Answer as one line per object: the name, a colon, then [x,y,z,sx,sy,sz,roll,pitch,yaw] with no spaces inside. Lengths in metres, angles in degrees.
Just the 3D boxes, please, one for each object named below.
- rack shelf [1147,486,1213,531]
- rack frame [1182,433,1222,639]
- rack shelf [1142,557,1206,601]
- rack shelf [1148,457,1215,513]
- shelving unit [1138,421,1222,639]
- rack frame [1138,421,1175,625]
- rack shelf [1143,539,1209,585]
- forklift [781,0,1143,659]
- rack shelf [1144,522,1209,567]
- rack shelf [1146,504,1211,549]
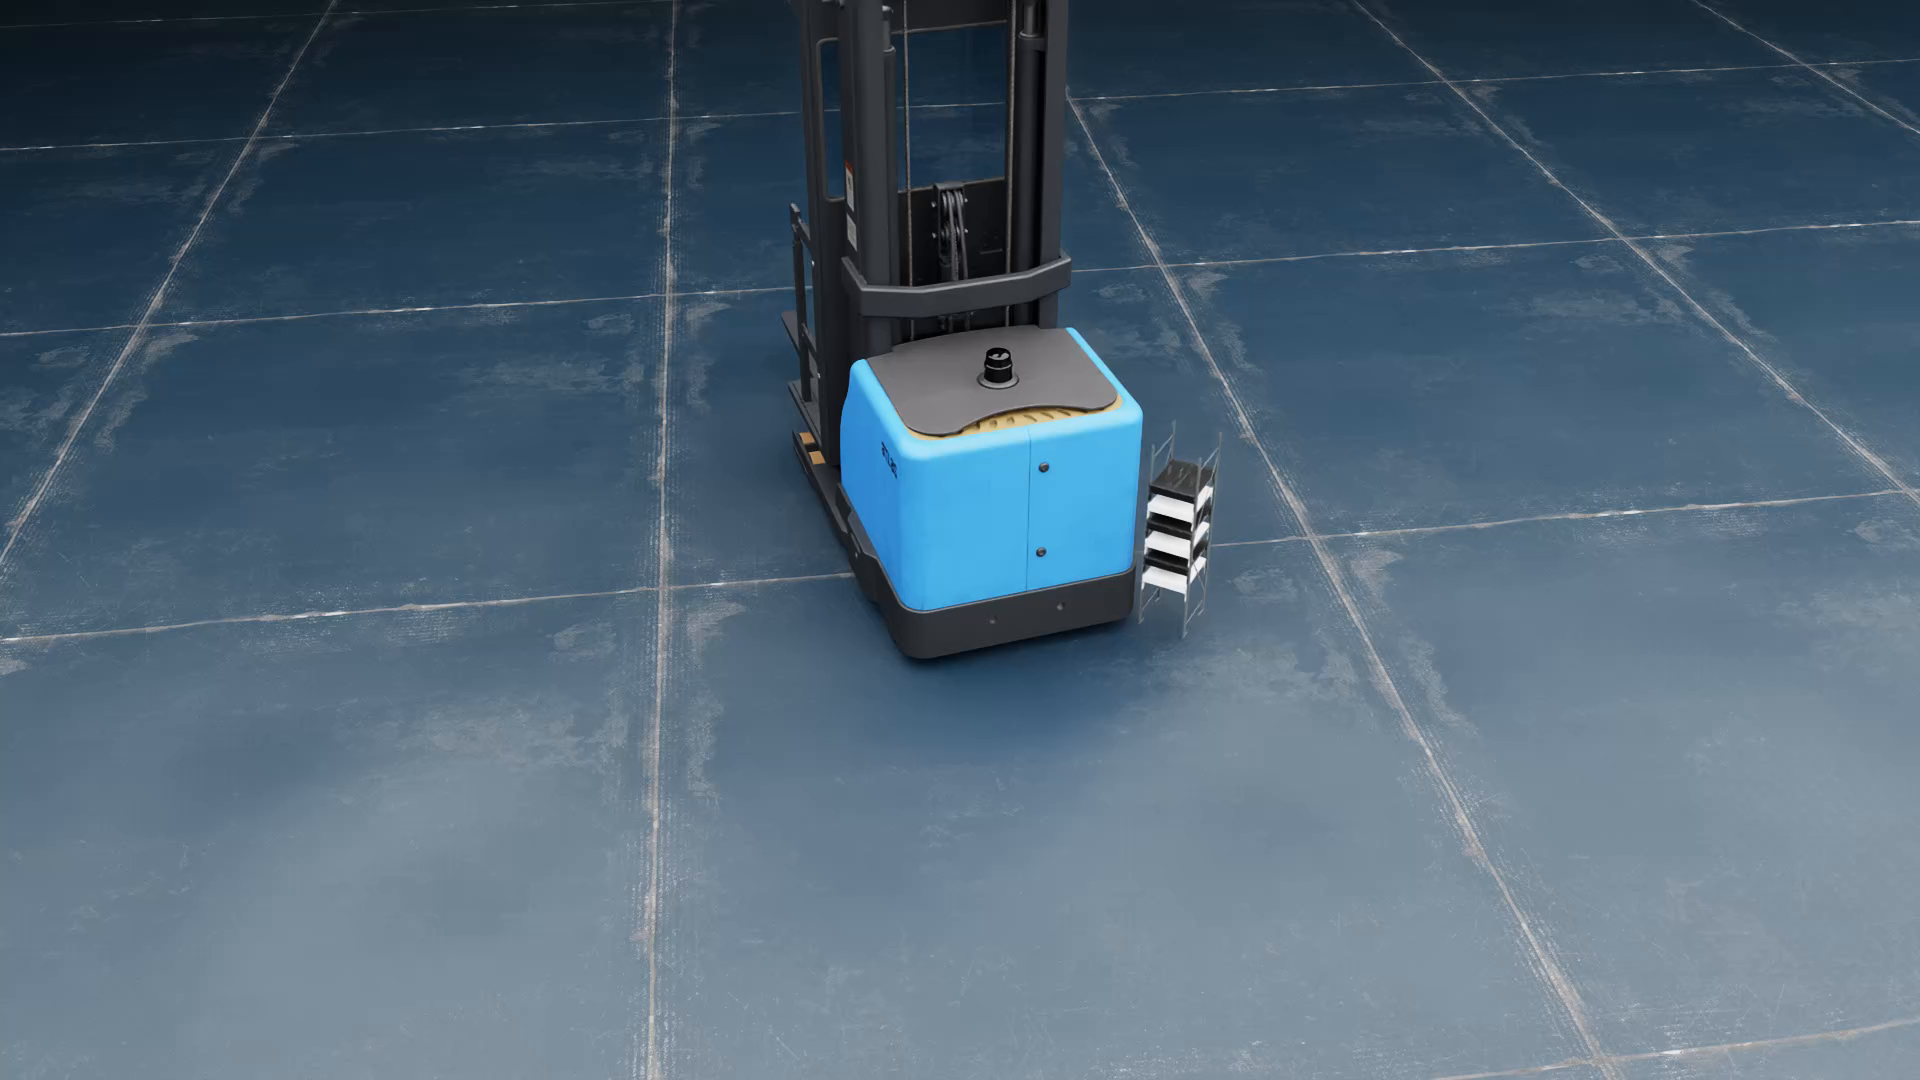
rack shelf: [0.920,-0.155,6.919,0.200,0.077,0.258,17,38,23]
rack frame: [1.010,-0.007,6.961,0.006,0.900,0.240,17,38,23]
rack shelf: [0.920,0.142,7.121,0.200,0.077,0.258,17,38,23]
rack shelf: [0.920,-0.230,6.868,0.200,0.077,0.258,17,38,23]
shelving unit: [0.920,-0.034,7.001,0.210,0.900,0.258,17,38,23]
rack frame: [0.831,-0.061,7.041,0.006,0.900,0.240,17,38,23]
rack shelf: [0.920,0.068,7.071,0.200,0.077,0.258,17,38,23]
forklift: [-0.195,-1.545,7.414,1.130,2.935,3.031,-11,36,-15]
rack shelf: [0.920,-0.007,7.020,0.200,0.077,0.258,17,38,23]
rack shelf: [0.920,-0.081,6.969,0.200,0.077,0.258,17,38,23]
